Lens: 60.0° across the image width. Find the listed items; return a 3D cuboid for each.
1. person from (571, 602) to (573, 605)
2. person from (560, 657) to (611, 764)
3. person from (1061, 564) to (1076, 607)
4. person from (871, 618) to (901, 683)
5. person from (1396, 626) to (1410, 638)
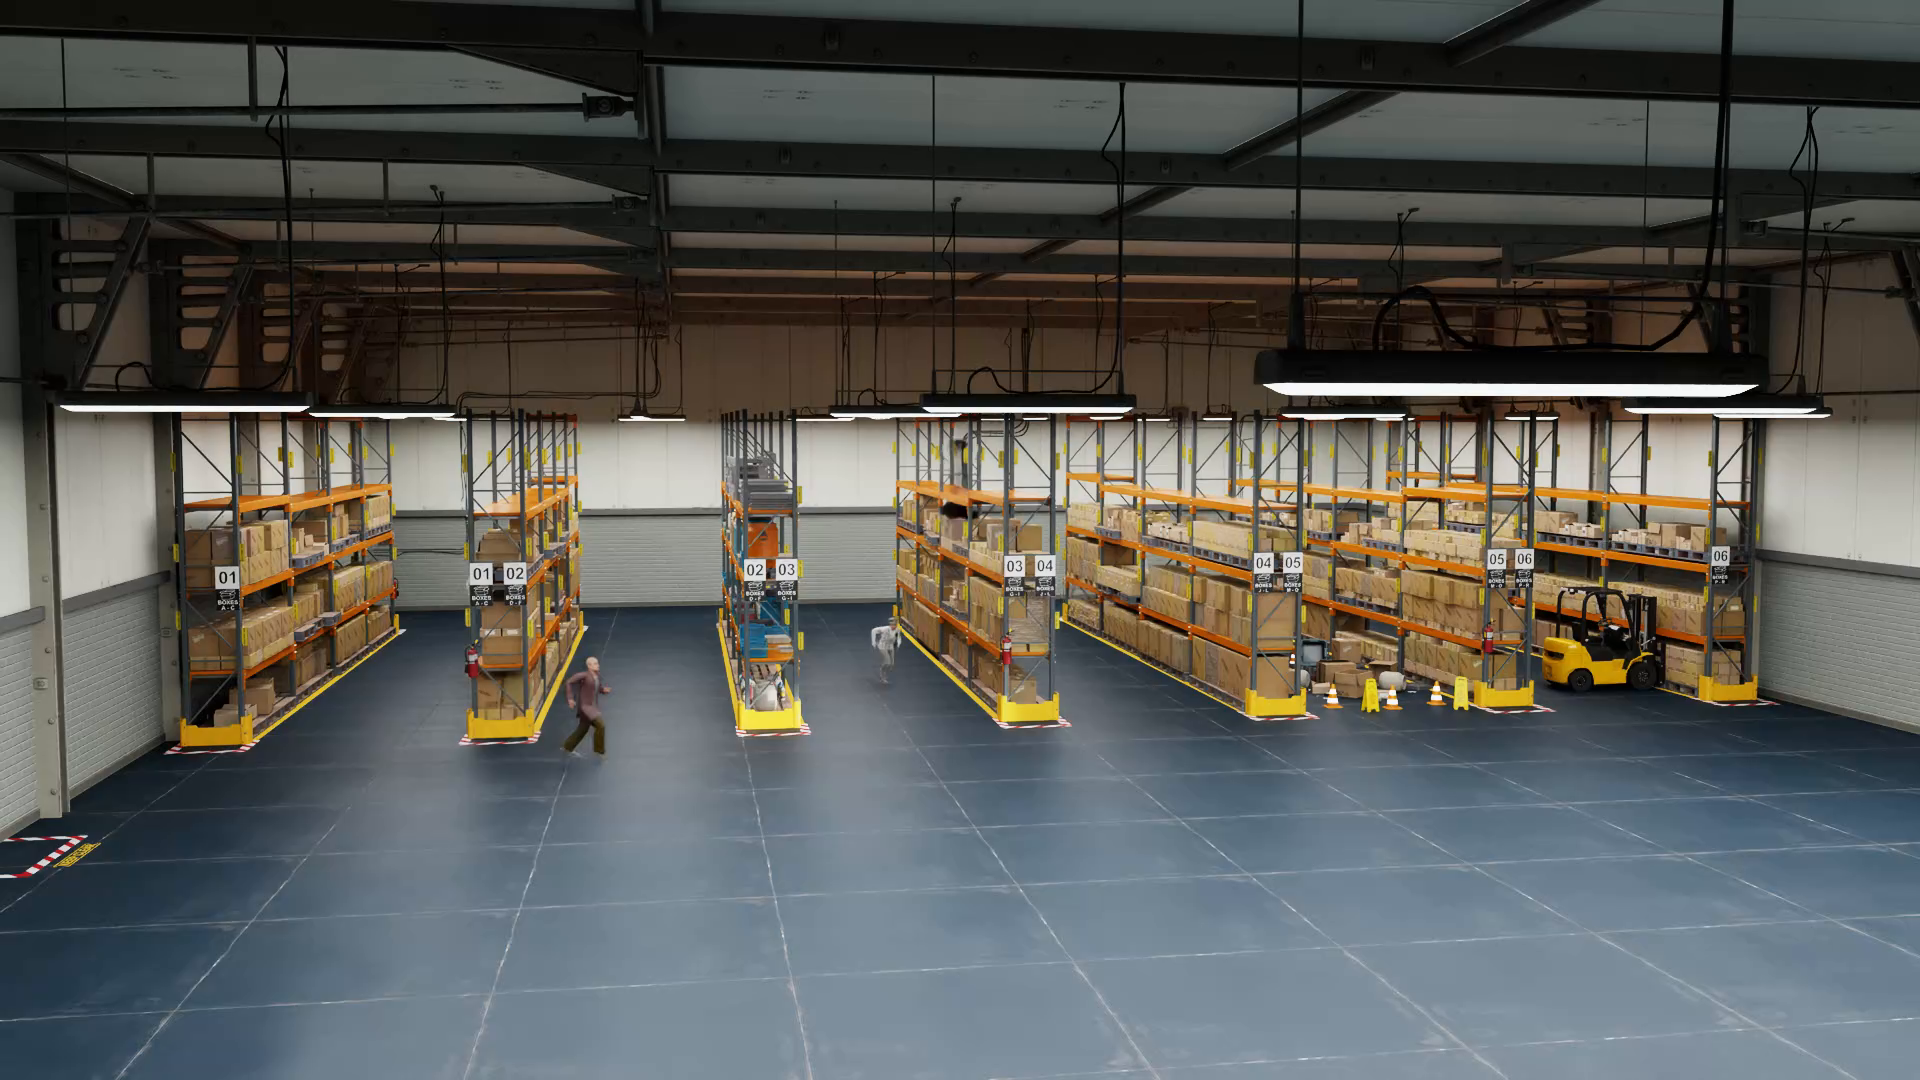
[{"bbox_3d":[-11.249,1.617,47.208,0.485,1.644,0.600,1,4,10],"label":"person"},{"bbox_3d":[-6.341,2.887,28.103,0.939,1.830,0.740,1,4,15],"label":"person"},{"bbox_3d":[3.298,1.345,50.417,0.607,1.743,0.651,-4,5,-41],"label":"person"},{"bbox_3d":[-1.609,2.434,36.473,0.645,1.496,0.799,-2,5,-30],"label":"person"},{"bbox_3d":[11.220,2.022,41.861,0.587,1.642,0.755,-1,4,-17],"label":"person"}]
